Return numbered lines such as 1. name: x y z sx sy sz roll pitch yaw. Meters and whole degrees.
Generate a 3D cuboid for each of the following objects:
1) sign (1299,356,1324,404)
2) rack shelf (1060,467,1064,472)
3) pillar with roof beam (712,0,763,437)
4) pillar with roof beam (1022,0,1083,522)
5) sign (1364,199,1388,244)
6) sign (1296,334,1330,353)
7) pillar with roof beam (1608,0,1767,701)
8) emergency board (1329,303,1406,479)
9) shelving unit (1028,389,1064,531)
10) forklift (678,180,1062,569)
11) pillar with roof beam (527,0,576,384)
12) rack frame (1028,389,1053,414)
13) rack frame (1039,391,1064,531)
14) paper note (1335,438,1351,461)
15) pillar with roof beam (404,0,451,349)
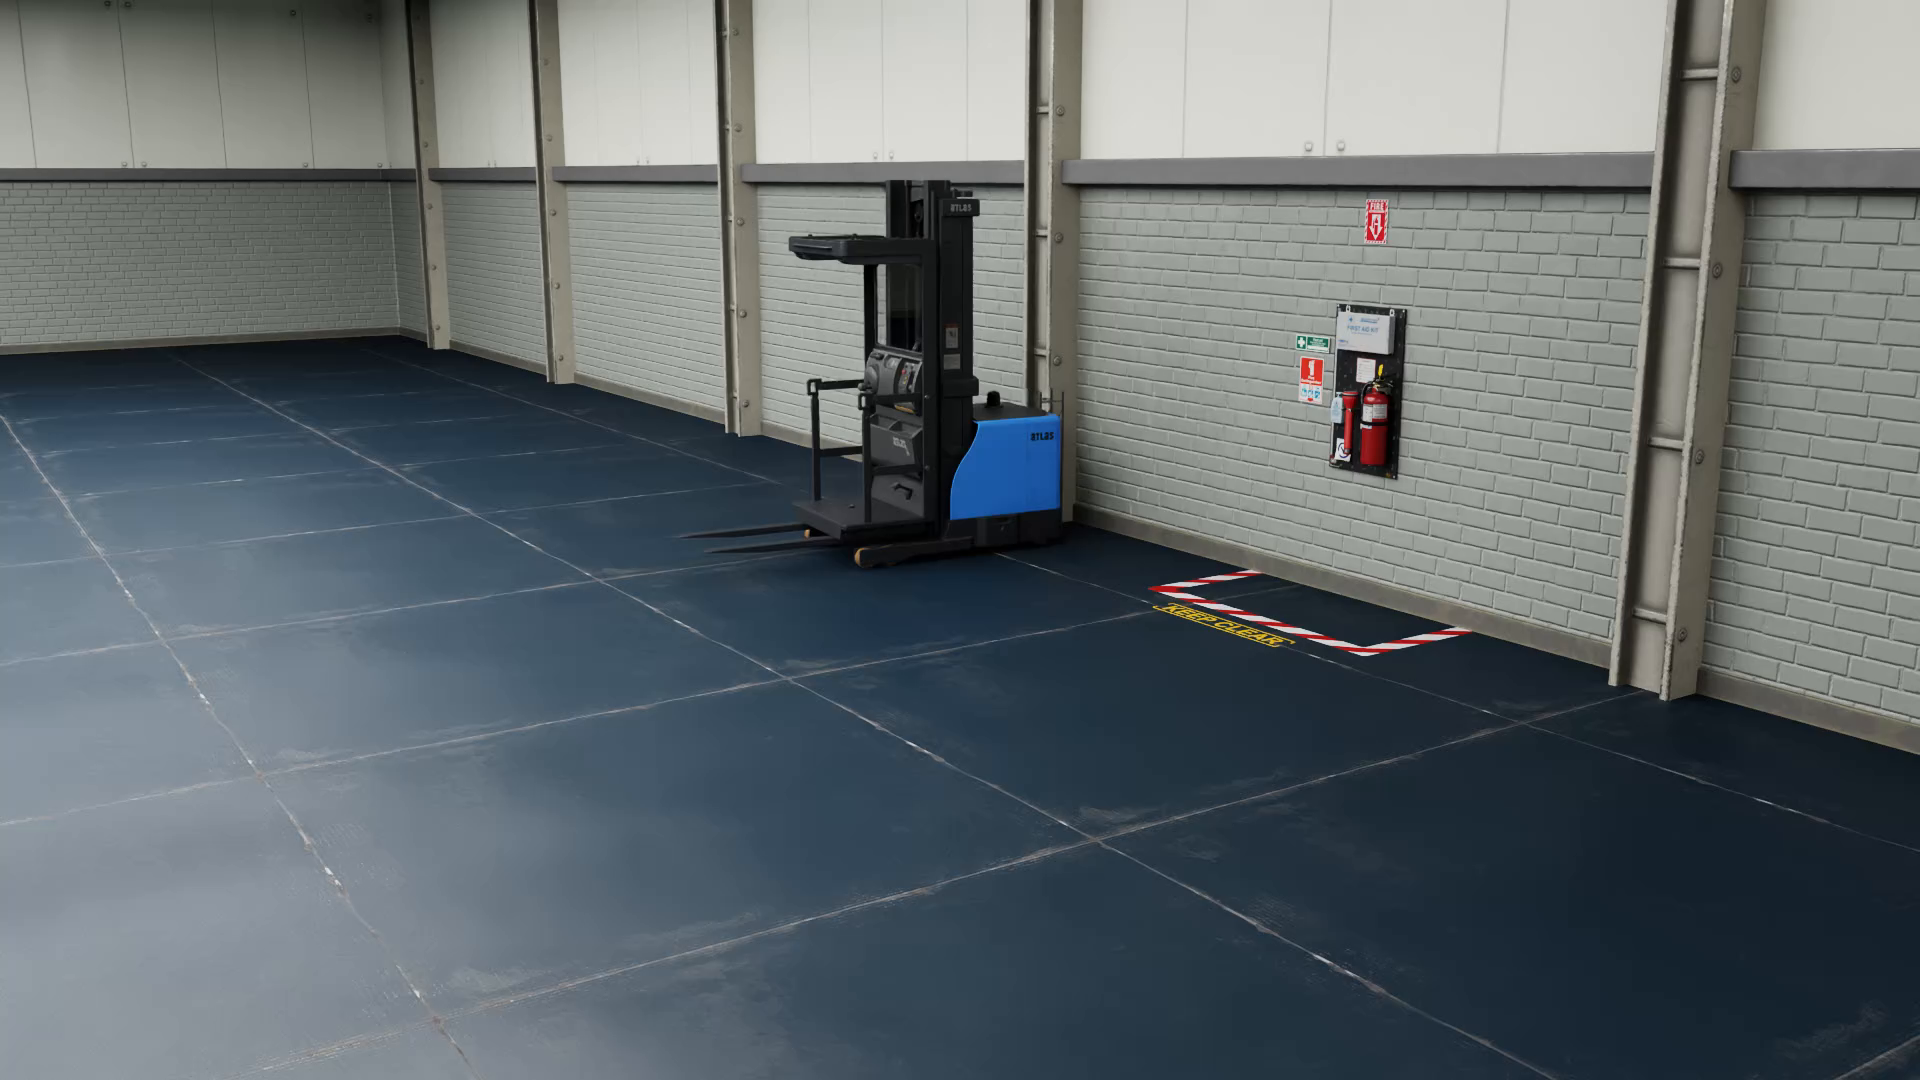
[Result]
1. sign: 2.549 -1.161 12.066 0.001 0.329 0.234 -8 15 -33
2. rack shelf: 0.724 -0.628 14.134 0.258 0.103 0.180 -6 14 -27
3. pillar with roof beam: -6.126 -5.144 16.322 9.100 9.000 0.400 -8 15 -33
4. pillar with roof beam: -2.801 -4.077 11.442 9.100 9.000 0.400 -8 15 -33
5. sign: 2.848 -2.179 11.377 0.001 0.298 0.199 -8 15 -33
6. sign: 2.544 -1.418 12.001 0.001 0.109 0.331 -8 15 -33
7. pillar with roof beam: 0.523 -3.010 6.563 9.100 9.000 0.400 -8 15 -33
8. emergency board: 2.769 -1.033 11.564 0.194 1.169 0.643 -8 15 -33
9. shelving unit: 0.724 -0.672 14.125 0.258 1.200 0.189 -6 14 -27
10. forklift: -0.712 -1.337 13.116 3.031 2.935 1.130 -6 14 -27
11. pillar with roof beam: -9.450 -6.211 21.201 9.100 9.000 0.400 -8 15 -33
12. rack frame: 0.681 -0.689 14.204 0.240 1.200 0.006 -6 14 -27
13. rack frame: 0.767 -0.655 14.046 0.240 1.200 0.006 -6 14 -27
14. paper note: 2.729 -0.642 11.839 0.016 0.148 0.142 -8 15 -33
15. pillar with roof beam: -12.774 -7.278 26.081 9.100 9.000 0.400 -8 15 -33
